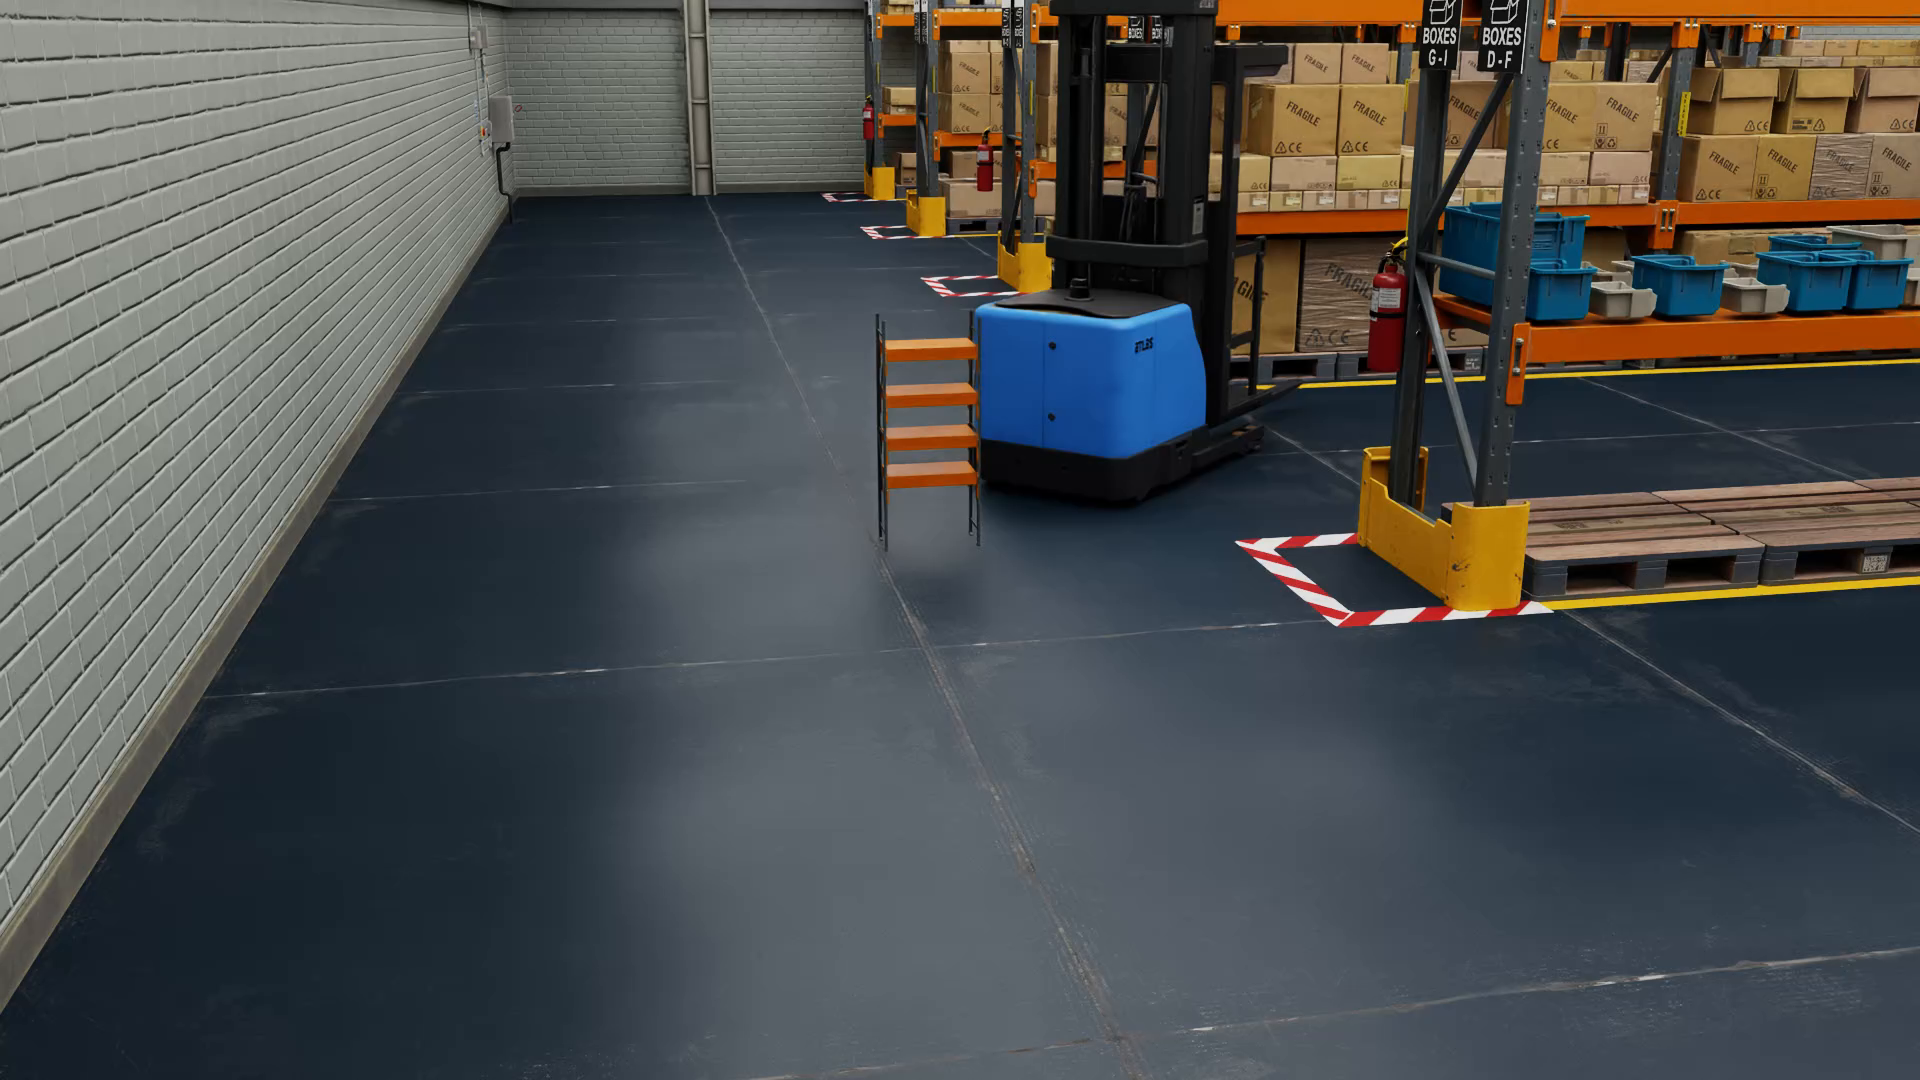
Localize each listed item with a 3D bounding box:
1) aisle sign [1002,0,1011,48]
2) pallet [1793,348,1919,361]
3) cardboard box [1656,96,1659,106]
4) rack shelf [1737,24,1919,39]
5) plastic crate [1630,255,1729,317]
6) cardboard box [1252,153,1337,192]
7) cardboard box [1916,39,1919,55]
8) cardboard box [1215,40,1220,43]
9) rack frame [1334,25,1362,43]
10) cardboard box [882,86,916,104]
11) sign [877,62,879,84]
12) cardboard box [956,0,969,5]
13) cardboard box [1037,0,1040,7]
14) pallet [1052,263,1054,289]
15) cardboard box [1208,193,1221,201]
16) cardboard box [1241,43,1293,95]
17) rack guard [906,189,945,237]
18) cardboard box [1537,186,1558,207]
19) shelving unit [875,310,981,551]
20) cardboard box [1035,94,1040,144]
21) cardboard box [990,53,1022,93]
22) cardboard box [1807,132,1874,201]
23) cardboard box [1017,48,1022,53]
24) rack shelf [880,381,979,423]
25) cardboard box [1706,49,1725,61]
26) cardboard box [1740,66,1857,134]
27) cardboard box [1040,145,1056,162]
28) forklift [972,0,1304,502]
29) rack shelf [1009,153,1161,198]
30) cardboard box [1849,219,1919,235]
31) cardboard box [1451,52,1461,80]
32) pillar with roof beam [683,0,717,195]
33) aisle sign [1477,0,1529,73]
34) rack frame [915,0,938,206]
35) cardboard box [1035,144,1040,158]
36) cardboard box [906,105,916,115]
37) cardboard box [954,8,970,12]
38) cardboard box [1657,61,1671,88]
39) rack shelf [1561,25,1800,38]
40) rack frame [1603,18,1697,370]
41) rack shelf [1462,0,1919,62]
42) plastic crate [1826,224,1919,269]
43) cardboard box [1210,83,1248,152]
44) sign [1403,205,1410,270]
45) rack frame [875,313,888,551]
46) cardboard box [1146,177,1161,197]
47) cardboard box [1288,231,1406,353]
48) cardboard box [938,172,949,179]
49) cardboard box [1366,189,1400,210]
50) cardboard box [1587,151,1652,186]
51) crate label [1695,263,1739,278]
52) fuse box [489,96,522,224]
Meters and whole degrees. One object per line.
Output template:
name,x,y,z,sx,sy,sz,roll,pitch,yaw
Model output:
aisle sign,0.474,-5.469,17.081,0.004,0.787,0.394,-3,17,-10
pallet,7.315,-1.732,14.091,1.213,0.211,1.003,-3,17,-10
cardboard box,7.297,-4.751,17.871,0.250,0.149,0.380,-3,17,-9
rack shelf,13.310,-7.435,24.026,4.000,0.370,1.077,-3,17,-10
plastic crate,3.335,-1.185,7.743,0.300,0.233,0.416,-3,17,-10
cardboard box,2.476,-2.759,12.433,0.500,0.250,0.500,-3,17,-11
cardboard box,13.834,-6.949,23.947,0.500,0.500,0.700,-3,17,-11
cardboard box,3.250,-6.515,21.936,0.250,0.149,0.380,-4,17,-12
rack frame,6.474,-7.441,27.931,0.127,3.000,1.000,-3,17,-10
cardboard box,-0.980,-7.169,26.791,0.500,0.250,0.500,-3,17,-9
sign,-1.278,-7.253,25.844,0.005,0.325,0.100,-3,17,-10
cardboard box,0.107,-8.505,26.035,0.500,0.250,0.500,-4,17,-12
cardboard box,0.999,-5.608,17.107,0.500,0.250,0.500,-4,17,-12
pallet,1.482,-2.850,17.732,1.213,0.211,1.003,-3,17,-10
cardboard box,1.855,-2.513,12.312,0.250,0.149,0.380,-3,17,-10
cardboard box,3.108,-4.876,17.197,0.500,0.500,0.500,-3,17,-9
rack guard,-0.459,-4.369,22.185,0.348,0.500,1.175,-3,17,-10
cardboard box,4.377,-2.657,12.780,0.250,0.149,0.380,-3,17,-9
shelving unit,-0.163,-0.564,8.606,0.503,1.200,0.258,-3,17,-10
cardboard box,0.995,-4.433,17.459,0.500,0.500,0.500,-3,17,-9
cardboard box,0.596,-6.066,21.580,0.500,0.500,0.500,-4,17,-12
cardboard box,6.856,-2.989,13.263,0.500,0.500,0.500,-4,17,-12
cardboard box,0.741,-6.377,21.488,0.250,0.149,0.380,-4,17,-12
rack shelf,-0.163,-0.714,8.560,0.480,0.148,0.258,-3,17,-10
cardboard box,10.818,-7.010,24.029,0.250,0.149,0.380,-3,17,-11
cardboard box,6.673,-3.531,13.321,0.637,0.503,0.797,-3,17,-10
cardboard box,0.983,-3.947,16.982,0.250,0.149,0.380,-3,17,-11
forklift,1.304,-1.995,10.314,1.130,2.935,3.031,11,20,32
rack shelf,2.566,-3.911,17.663,4.000,0.370,1.077,-3,17,-10
cardboard box,7.741,-2.259,13.962,0.875,0.875,1.225,-3,17,-10
cardboard box,6.459,-6.401,22.671,0.500,0.500,0.500,-3,17,-9
pillar with roof beam,-3.383,-8.732,21.916,0.400,9.000,9.100,-3,17,-10
aisle sign,2.370,-2.434,7.199,0.004,0.787,0.394,-3,17,-10
rack frame,-0.436,-5.565,21.822,0.127,3.000,1.000,-3,17,-10
cardboard box,0.869,-4.123,17.556,0.250,0.149,0.380,-3,17,-10
cardboard box,-0.765,-6.843,26.409,0.250,0.149,0.380,-3,17,-9
cardboard box,0.004,-8.293,26.022,0.250,0.149,0.380,-3,17,-11
cardboard box,9.942,-6.477,23.400,0.500,0.500,0.500,-3,17,-9
rack shelf,12.365,-8.866,28.684,4.000,0.370,1.077,-3,17,-10
rack frame,5.372,-2.931,13.246,0.127,3.000,1.000,-3,17,-10
rack shelf,4.348,-2.482,7.900,4.000,0.370,1.077,-3,17,-10
plastic crate,4.777,-1.443,8.502,0.530,0.282,0.437,-3,17,-10
cardboard box,1.873,-3.240,12.724,0.500,0.500,0.500,-3,17,-10
sign,2.264,-1.516,8.362,0.005,0.325,0.100,-3,17,-10
rack frame,-0.402,-0.551,8.561,0.015,1.200,0.240,-3,17,-10
cardboard box,2.855,-4.760,22.849,0.875,0.438,0.875,-3,17,-11
cardboard box,2.951,-2.003,13.127,0.875,0.875,0.875,-3,17,-10
cardboard box,-0.338,-5.853,26.899,0.250,0.149,0.380,-4,18,-13
cardboard box,3.117,-2.585,12.548,0.250,0.149,0.380,-3,17,-11
cardboard box,4.988,-2.901,12.898,0.500,0.250,0.500,-4,17,-11
crate label,3.706,-1.315,8.332,0.243,0.136,0.396,-3,17,-10
fuse box,-6.223,-5.242,22.965,0.414,1.711,0.539,-3,17,-10
